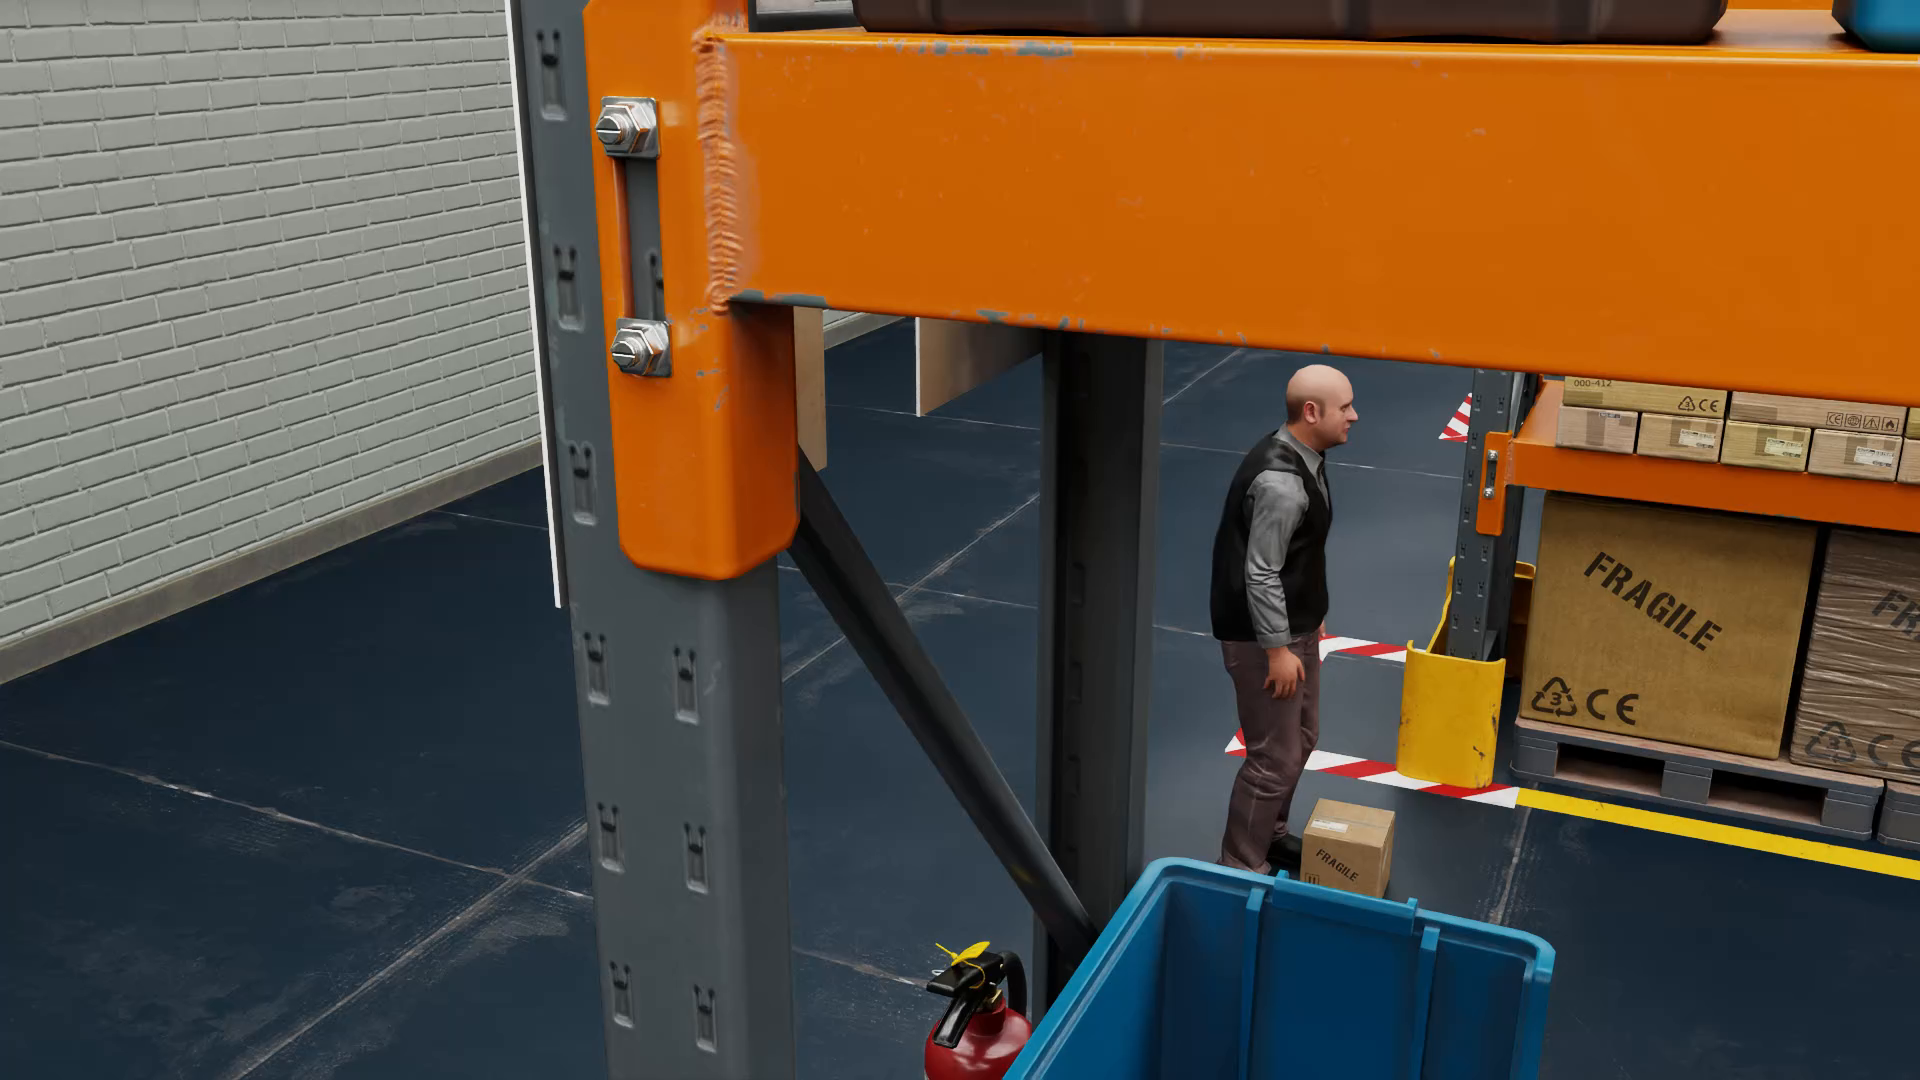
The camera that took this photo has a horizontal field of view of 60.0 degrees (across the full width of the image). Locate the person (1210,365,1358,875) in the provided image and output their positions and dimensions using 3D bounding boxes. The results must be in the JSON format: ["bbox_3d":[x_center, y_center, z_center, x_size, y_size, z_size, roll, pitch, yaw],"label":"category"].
[{"bbox_3d":[0.997,0.289,5.255,0.412,1.722,0.592,7,20,20],"label":"person"}]
